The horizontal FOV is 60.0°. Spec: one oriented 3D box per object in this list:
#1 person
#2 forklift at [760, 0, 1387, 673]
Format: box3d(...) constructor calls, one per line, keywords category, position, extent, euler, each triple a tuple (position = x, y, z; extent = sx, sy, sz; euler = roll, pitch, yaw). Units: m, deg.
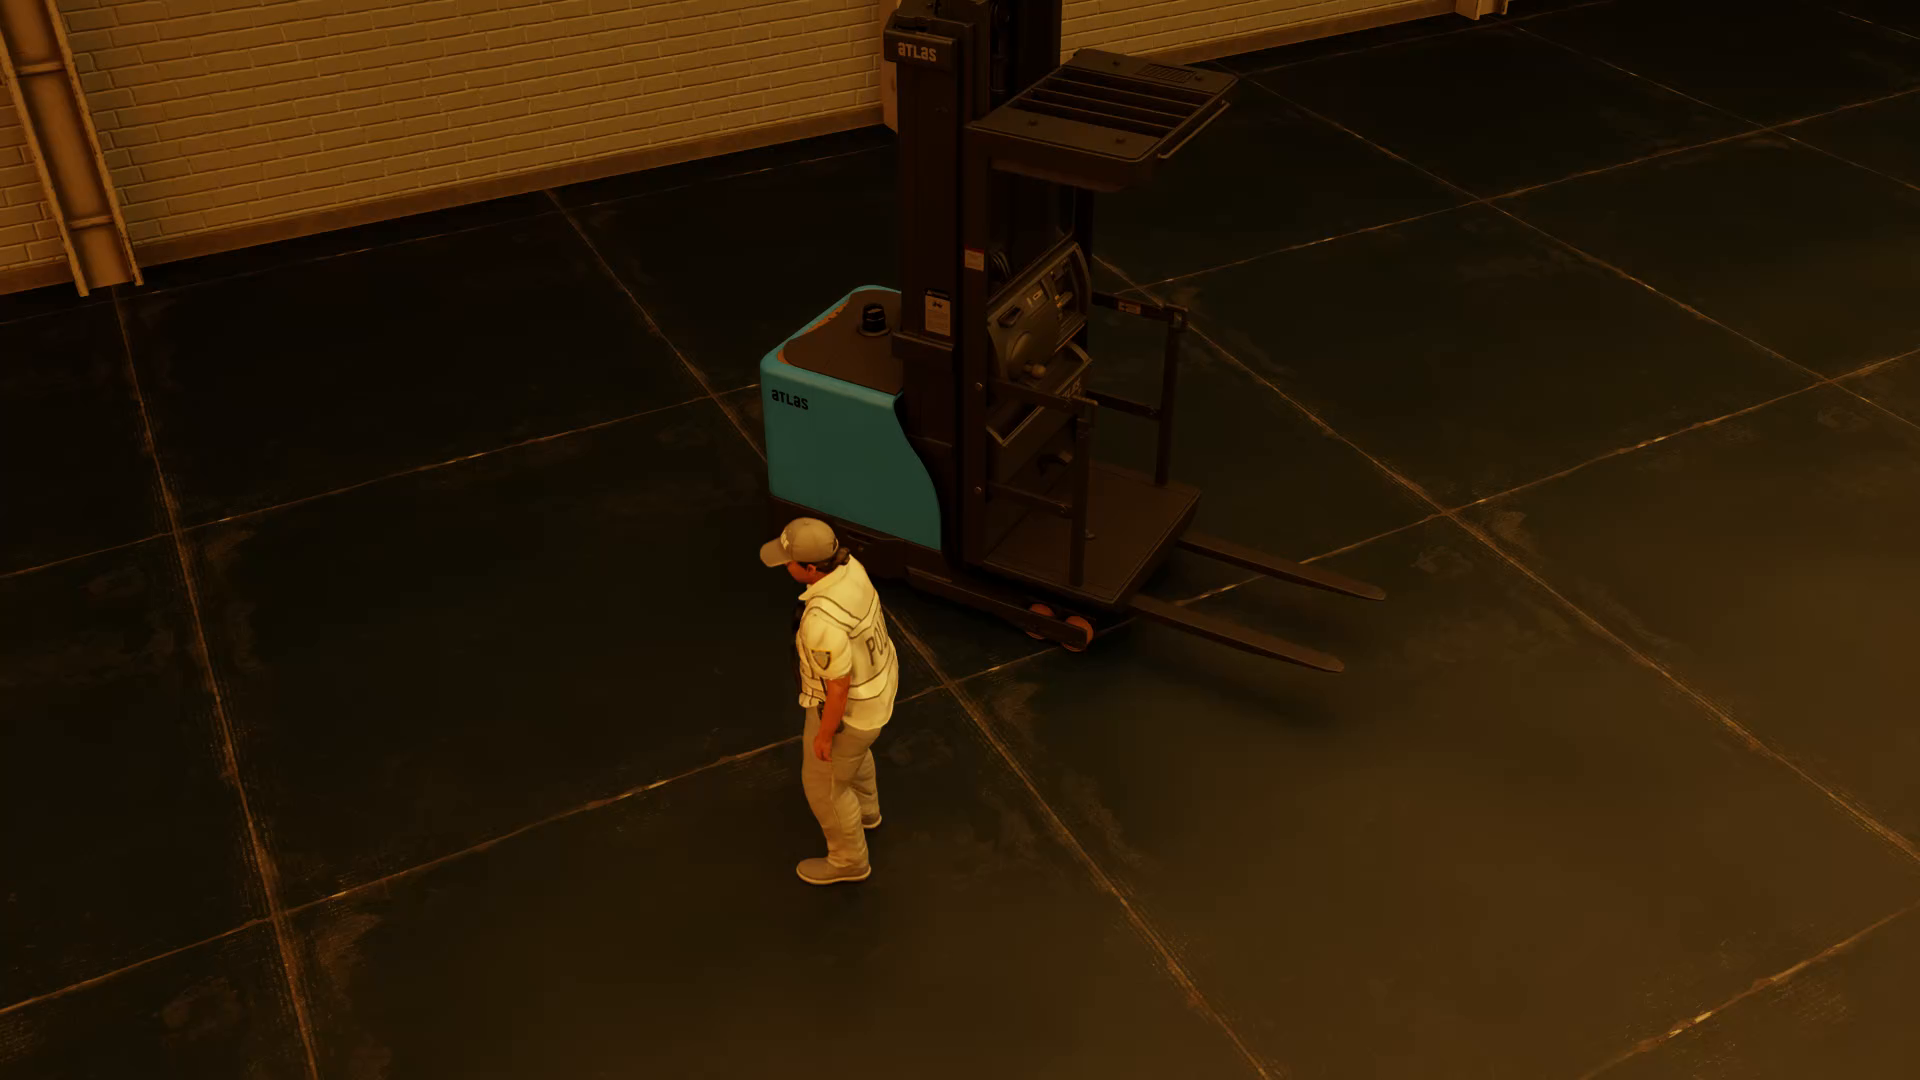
box3d(category="person", position=(-0.479, 0.599, 6.375), extent=(0.470, 1.664, 0.550), euler=(5, 36, 7))
box3d(category="forklift", position=(0.549, -1.019, 7.564), extent=(3.031, 2.935, 1.130), euler=(18, 39, 24))
